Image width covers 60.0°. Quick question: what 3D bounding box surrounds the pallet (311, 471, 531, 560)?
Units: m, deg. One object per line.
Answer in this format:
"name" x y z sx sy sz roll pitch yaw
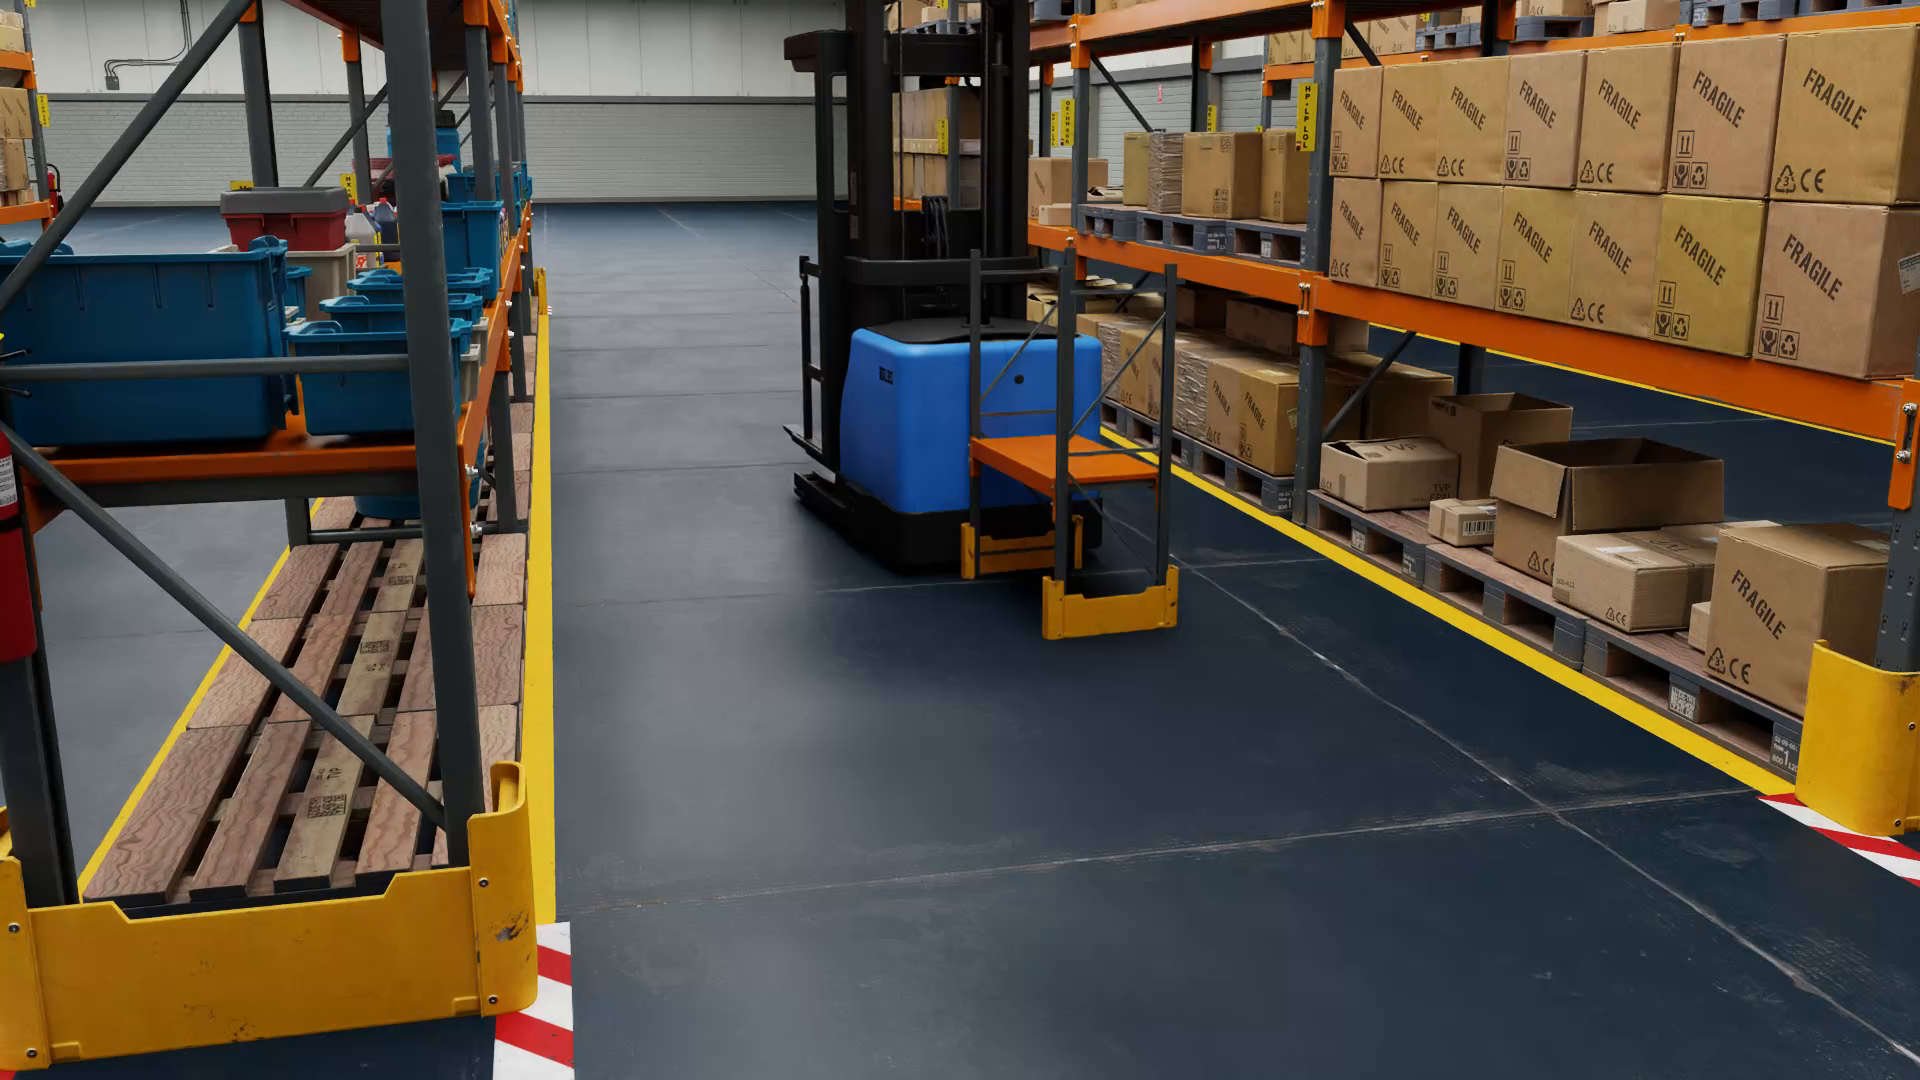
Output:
"pallet" -2.701 -0.112 8.442 1.003 0.211 1.213 -3 14 -13

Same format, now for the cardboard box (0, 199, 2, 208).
"cardboard box" -9.471 -3.262 15.990 0.380 0.149 0.250 -3 14 -13

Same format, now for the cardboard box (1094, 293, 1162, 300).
"cardboard box" 1.347 -1.883 13.543 0.500 0.311 0.500 -4 14 -15

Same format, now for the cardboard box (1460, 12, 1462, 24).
"cardboard box" 5.321 -5.327 17.338 0.500 0.500 0.500 -3 14 -11

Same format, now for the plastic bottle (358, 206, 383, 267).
"plastic bottle" -2.998 -1.507 8.380 0.144 0.351 0.185 -3 14 -13

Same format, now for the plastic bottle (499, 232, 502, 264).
"plastic bottle" -2.571 -1.622 9.005 0.152 0.276 0.135 -3 14 -13

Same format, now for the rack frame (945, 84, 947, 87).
"rack frame" -0.563 -4.330 19.831 1.000 3.000 0.127 -3 14 -13

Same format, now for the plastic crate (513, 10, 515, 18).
"plastic crate" -4.638 -5.081 16.618 0.392 0.384 0.575 -3 14 -13

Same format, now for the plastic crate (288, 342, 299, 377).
"plastic crate" -2.043 -0.511 4.626 0.396 0.136 0.243 -3 14 -13

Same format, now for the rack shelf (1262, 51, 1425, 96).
"rack shelf" 4.721 -5.254 18.806 1.077 0.370 4.000 -3 14 -13

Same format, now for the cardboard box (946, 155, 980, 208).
"cardboard box" 0.266 -3.558 16.460 0.700 0.500 0.500 -4 14 -15

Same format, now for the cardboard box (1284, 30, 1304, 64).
"cardboard box" 4.178 -5.906 19.706 0.500 0.500 0.500 -2 14 -9

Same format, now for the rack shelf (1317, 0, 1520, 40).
"rack shelf" 2.725 -2.208 6.341 1.077 0.370 4.000 -3 14 -13

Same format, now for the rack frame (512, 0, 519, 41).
"rack frame" -5.379 -6.969 17.992 1.000 3.000 0.127 -3 14 -13

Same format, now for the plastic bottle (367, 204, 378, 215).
"plastic bottle" -3.604 -1.925 10.246 0.152 0.276 0.135 -3 14 -13

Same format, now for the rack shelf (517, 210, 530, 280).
"rack shelf" -3.970 -2.321 13.124 1.077 0.370 4.000 -3 14 -13

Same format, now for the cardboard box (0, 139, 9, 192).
"cardboard box" -9.781 -3.617 16.075 0.875 0.500 0.500 -3 14 -13

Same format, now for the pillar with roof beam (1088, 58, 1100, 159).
"pillar with roof beam" -1.747 -9.937 30.138 9.100 9.000 0.400 -3 14 -13

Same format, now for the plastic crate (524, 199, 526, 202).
"plastic crate" -4.439 -3.230 15.458 0.767 0.338 0.504 -3 14 -13

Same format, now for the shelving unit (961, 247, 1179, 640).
"shelving unit" 0.456 -0.463 7.163 0.587 1.500 1.083 -5 15 -19

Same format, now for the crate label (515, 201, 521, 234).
"crate label" -3.235 -2.246 11.654 0.303 0.233 0.416 -3 14 -13

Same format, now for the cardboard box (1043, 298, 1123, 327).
"cardboard box" 0.953 -1.733 12.925 0.500 0.311 0.500 -3 14 -12

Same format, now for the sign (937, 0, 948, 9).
"sign" -0.163 -5.123 15.499 0.100 0.325 0.005 -3 14 -13

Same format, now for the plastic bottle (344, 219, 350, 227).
"plastic bottle" -3.172 -1.500 8.508 0.152 0.276 0.135 -3 14 -13

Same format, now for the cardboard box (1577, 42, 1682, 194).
"cardboard box" 2.577 -1.497 5.915 0.500 0.500 0.500 -3 14 -12

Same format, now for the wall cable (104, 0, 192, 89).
"wall cable" -22.583 -15.504 45.761 2.305 6.003 0.169 -3 14 -13

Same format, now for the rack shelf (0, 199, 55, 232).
"rack shelf" -9.724 -2.968 15.771 1.077 0.370 4.000 -3 14 -13

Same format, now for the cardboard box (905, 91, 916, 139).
"cardboard box" -0.206 -4.651 18.200 0.700 0.500 0.500 -3 14 -13

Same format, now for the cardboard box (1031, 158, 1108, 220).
"cardboard box" 0.906 -2.919 13.846 0.500 0.500 0.500 -4 14 -16

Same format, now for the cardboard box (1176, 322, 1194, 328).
"cardboard box" 1.764 -1.281 11.692 0.500 0.500 0.500 -3 14 -11

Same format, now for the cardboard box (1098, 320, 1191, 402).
"cardboard box" 1.273 -1.243 11.533 0.500 0.500 0.500 -4 14 -15

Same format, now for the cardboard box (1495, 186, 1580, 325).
"cardboard box" 2.470 -1.127 6.509 0.500 0.500 0.500 -3 14 -14

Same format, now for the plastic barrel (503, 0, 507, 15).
"plastic barrel" -3.482 -4.112 11.560 0.600 0.901 0.600 0 14 0

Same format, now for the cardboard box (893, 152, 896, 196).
"cardboard box" -0.466 -4.270 19.375 0.700 0.500 0.500 -3 14 -13

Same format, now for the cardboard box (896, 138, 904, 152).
"cardboard box" -0.501 -4.415 18.599 0.380 0.149 0.250 -4 14 -14

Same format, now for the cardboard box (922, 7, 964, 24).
"cardboard box" -0.173 -5.278 16.738 0.380 0.149 0.250 -3 14 -13

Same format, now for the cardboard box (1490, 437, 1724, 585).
"cardboard box" 2.701 -0.130 6.971 0.797 0.503 0.637 -3 14 -13

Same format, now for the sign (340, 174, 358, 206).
"sign" -4.033 -2.256 10.999 0.100 0.325 0.005 -3 14 -13

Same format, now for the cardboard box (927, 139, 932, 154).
"cardboard box" -0.133 -4.057 17.134 0.380 0.149 0.250 -3 14 -13

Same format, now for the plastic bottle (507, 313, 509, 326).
"plastic bottle" -4.294 -2.191 15.873 0.061 0.283 0.133 -3 14 -13

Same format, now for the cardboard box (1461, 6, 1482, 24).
"cardboard box" 5.241 -5.264 16.235 0.500 0.500 0.500 -1 14 -5

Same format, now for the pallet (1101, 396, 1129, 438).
"pallet" 1.454 -0.956 11.894 1.003 0.211 1.213 -3 14 -13

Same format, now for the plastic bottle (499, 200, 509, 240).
"plastic bottle" -2.990 -2.083 10.880 0.061 0.283 0.133 -3 14 -13

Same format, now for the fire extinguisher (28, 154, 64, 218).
"fire extinguisher" -9.772 -3.793 17.797 0.296 0.674 0.183 -3 14 -13

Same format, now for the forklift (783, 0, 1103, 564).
"forklift" -0.285 -1.616 8.864 1.130 2.935 3.031 -5 15 -19

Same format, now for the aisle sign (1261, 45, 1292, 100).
"aisle sign" 3.943 -5.870 20.656 0.394 0.787 0.004 -3 14 -13

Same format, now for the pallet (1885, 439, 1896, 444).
"pallet" 6.815 -0.658 10.676 1.003 0.211 1.213 -3 14 -13

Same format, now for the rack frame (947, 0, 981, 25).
"rack frame" 0.376 -6.322 15.342 1.000 3.000 0.127 -3 14 -13

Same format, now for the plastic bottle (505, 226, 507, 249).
"plastic bottle" -2.858 -1.895 10.283 0.097 0.201 0.097 0 14 0

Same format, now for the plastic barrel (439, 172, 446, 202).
"plastic barrel" -3.949 -2.489 12.060 0.421 0.512 0.421 0 14 0

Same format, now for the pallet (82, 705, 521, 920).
"pallet" -1.777 0.798 4.715 1.003 0.211 1.213 -3 14 -13

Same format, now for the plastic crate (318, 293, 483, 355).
"plastic crate" -1.514 -0.539 4.539 0.416 0.233 0.300 -3 14 -13

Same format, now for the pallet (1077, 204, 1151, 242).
"pallet" 1.543 -2.239 11.676 1.213 0.211 1.003 -3 14 -13

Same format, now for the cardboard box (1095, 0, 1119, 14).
"cardboard box" 1.451 -3.892 11.505 0.910 0.500 0.500 -3 14 -13

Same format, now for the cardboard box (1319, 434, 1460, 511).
"cardboard box" 2.143 -0.361 8.321 0.500 0.311 0.500 -3 14 -13
